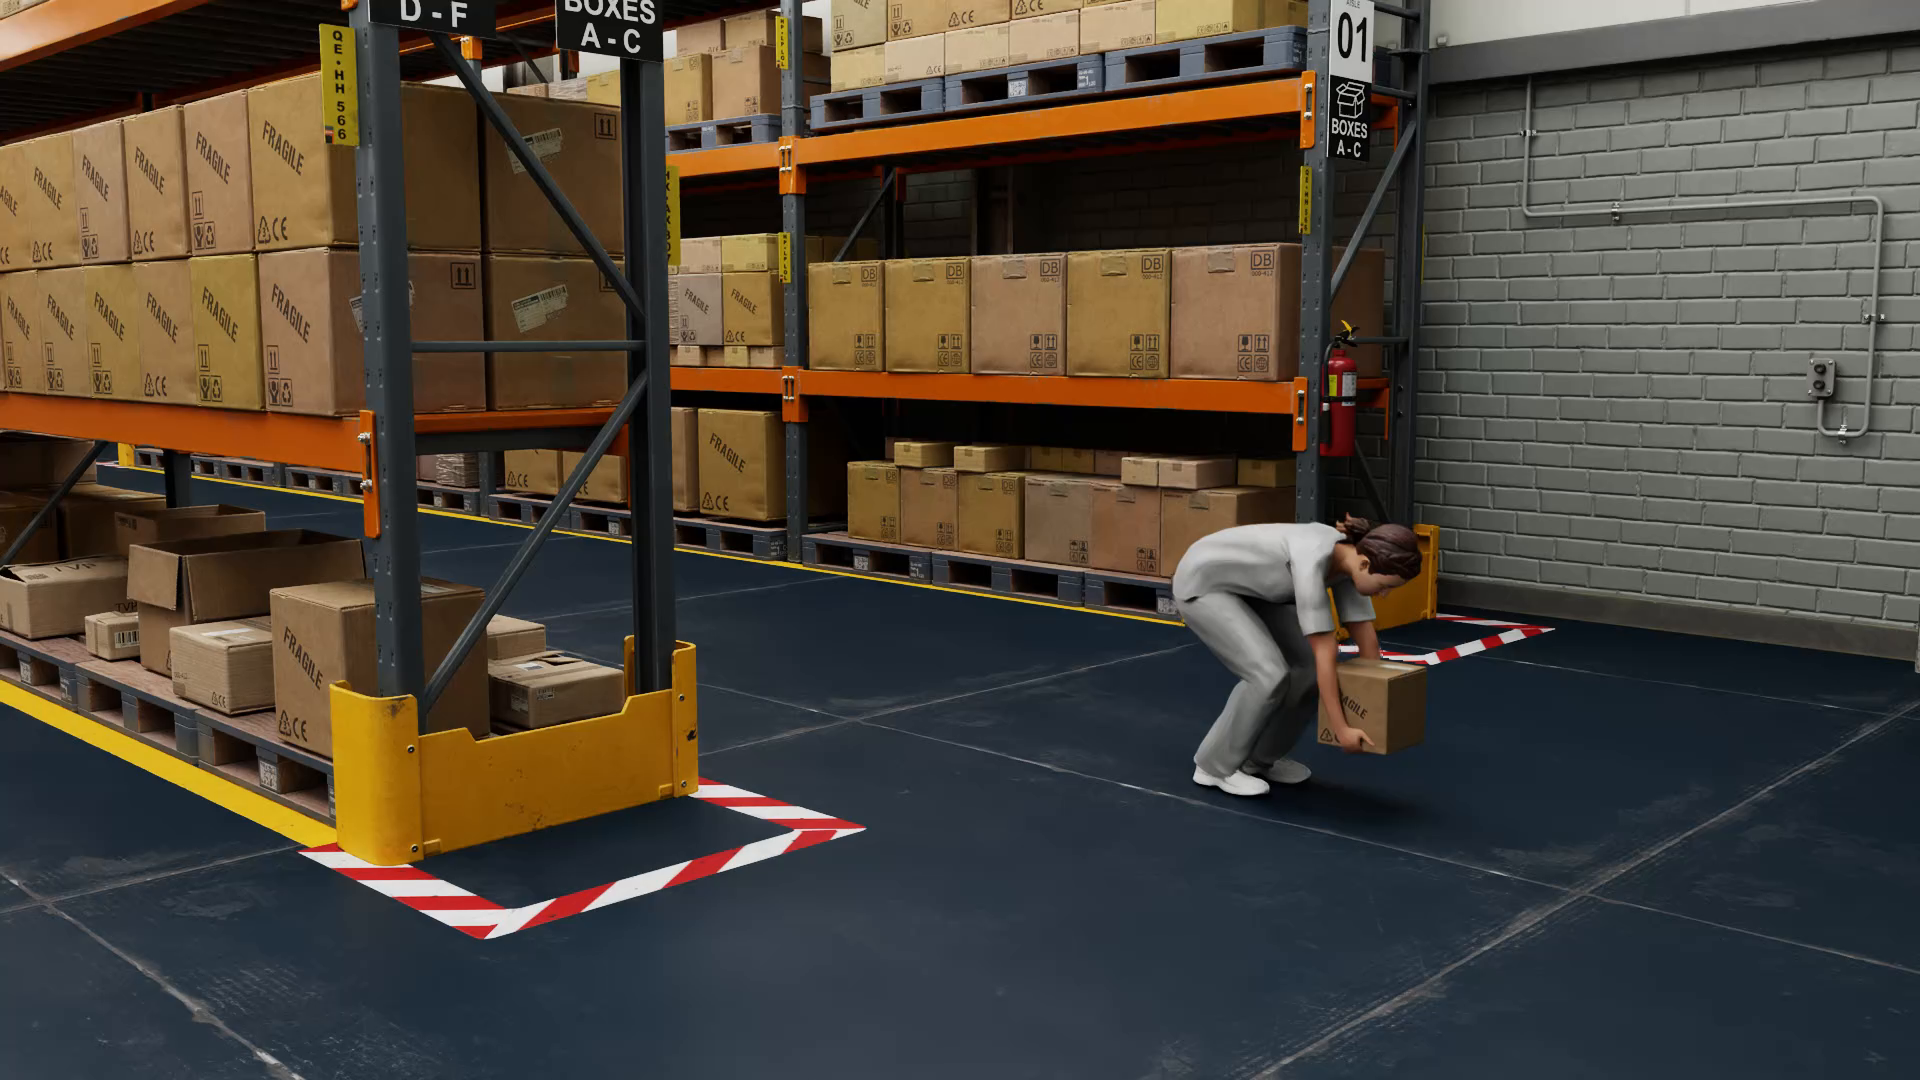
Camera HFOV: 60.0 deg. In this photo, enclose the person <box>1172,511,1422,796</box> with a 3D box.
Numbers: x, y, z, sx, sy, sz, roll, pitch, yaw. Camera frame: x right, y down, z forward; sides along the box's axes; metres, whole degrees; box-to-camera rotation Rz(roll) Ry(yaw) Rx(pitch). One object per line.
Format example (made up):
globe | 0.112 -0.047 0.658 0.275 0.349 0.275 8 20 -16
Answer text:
person | 1.125 0.374 5.595 0.864 0.976 0.475 6 9 41
